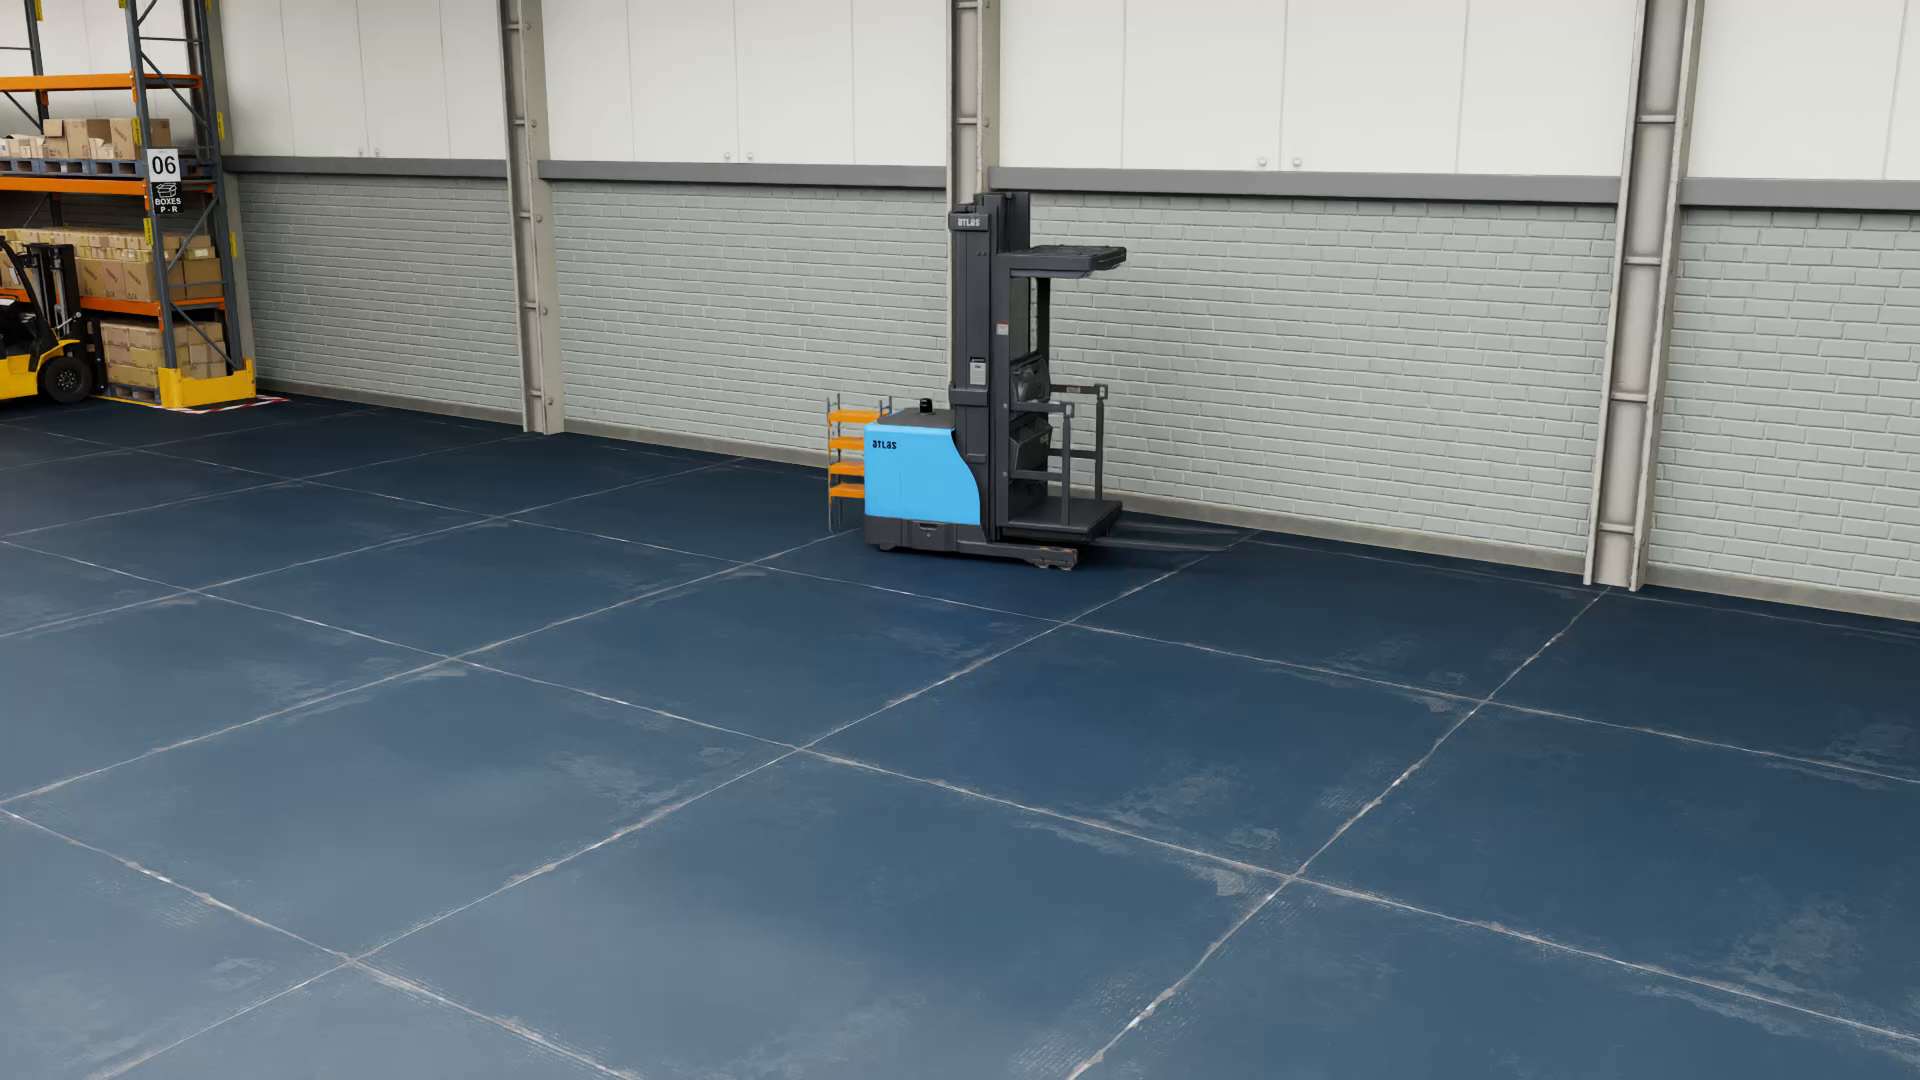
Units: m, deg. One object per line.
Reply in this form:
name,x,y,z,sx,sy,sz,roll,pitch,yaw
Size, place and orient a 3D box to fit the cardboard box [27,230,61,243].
cardboard box,-12.342,-4.098,22.458,0.250,0.149,0.380,10,17,34

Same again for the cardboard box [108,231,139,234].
cardboard box,-11.189,-4.069,22.339,0.250,0.149,0.380,9,17,33

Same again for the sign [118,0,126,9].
sign,-10.077,-6.558,19.978,0.005,0.325,0.100,9,17,33

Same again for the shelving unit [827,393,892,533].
shelving unit,-0.869,-0.653,14.463,0.503,1.200,0.258,5,15,19

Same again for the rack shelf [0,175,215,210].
rack shelf,-11.422,-4.635,22.060,4.000,0.370,1.077,9,17,33

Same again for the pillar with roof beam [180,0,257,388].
pillar with roof beam,-12.240,-5.587,18.165,0.400,9.000,9.100,9,17,33

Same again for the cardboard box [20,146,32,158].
cardboard box,-12.241,-5.159,22.120,0.250,0.149,0.380,10,17,34

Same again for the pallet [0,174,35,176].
pallet,-13.820,-5.275,23.547,1.217,0.209,0.805,8,16,31

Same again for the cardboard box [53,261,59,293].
cardboard box,-11.997,-3.599,22.412,0.500,0.500,0.500,9,17,32

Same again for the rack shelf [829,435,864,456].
rack shelf,-0.869,-0.804,14.425,0.480,0.148,0.258,5,15,19

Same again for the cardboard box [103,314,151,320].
cardboard box,-11.302,-2.922,22.653,0.500,0.250,0.500,9,16,32

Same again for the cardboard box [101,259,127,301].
cardboard box,-10.742,-3.394,21.582,0.500,0.500,0.500,10,17,35

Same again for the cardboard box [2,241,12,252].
cardboard box,-12.964,-4.065,22.943,0.250,0.149,0.380,9,16,32

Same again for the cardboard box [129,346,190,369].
cardboard box,-10.341,-2.375,21.482,0.500,0.250,0.500,9,16,32

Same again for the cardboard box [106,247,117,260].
cardboard box,-10.815,-3.725,21.570,0.250,0.149,0.380,9,17,32

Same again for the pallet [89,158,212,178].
pallet,-10.334,-4.773,21.304,1.213,0.211,1.003,9,17,33

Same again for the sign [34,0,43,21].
sign,-12.751,-7.346,22.999,0.005,0.325,0.100,9,17,33

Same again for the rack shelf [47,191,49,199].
rack shelf,-14.741,-5.172,24.227,4.000,0.370,1.077,9,17,33

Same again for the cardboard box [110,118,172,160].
cardboard box,-10.265,-5.028,20.859,0.500,0.500,0.500,10,17,35

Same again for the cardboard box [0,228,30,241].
cardboard box,-12.982,-4.202,22.880,0.250,0.149,0.380,10,17,34

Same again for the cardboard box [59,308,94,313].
cardboard box,-12.565,-3.124,23.466,0.500,0.250,0.500,10,17,34

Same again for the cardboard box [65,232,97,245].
cardboard box,-11.652,-4.016,22.125,0.250,0.149,0.380,9,17,33

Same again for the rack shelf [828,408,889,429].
rack shelf,-0.869,-1.034,14.368,0.480,0.148,0.258,5,15,19

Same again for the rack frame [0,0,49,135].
rack frame,-13.081,-6.709,22.696,0.127,3.000,1.000,9,17,33

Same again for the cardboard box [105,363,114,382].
cardboard box,-11.146,-2.267,22.086,0.500,0.250,0.500,9,17,33

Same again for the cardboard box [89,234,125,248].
cardboard box,-11.074,-3.891,21.624,0.250,0.149,0.380,10,17,34

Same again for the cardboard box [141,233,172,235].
cardboard box,-10.544,-3.966,21.925,0.250,0.149,0.380,9,17,33

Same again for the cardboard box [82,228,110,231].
cardboard box,-11.789,-4.187,22.818,0.250,0.149,0.380,9,16,32

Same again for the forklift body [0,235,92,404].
forklift body,-12.354,-2.739,20.910,1.214,2.155,2.313,9,17,33

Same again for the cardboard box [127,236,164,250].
cardboard box,-10.399,-3.801,21.257,0.250,0.149,0.380,9,17,33

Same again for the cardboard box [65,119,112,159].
cardboard box,-11.060,-5.185,21.494,0.500,0.500,0.700,9,17,33

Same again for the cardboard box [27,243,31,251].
cardboard box,-12.353,-3.953,22.492,0.250,0.149,0.380,10,17,34

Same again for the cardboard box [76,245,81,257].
cardboard box,-11.441,-3.833,22.006,0.250,0.149,0.380,9,17,32

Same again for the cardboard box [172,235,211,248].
cardboard box,-9.922,-3.855,21.479,0.250,0.149,0.380,9,16,32

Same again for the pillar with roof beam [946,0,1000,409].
pillar with roof beam,-2.282,-3.978,11.664,0.400,9.000,9.100,9,17,33

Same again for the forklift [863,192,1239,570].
forklift,0.762,-1.323,13.569,3.031,2.935,1.130,5,15,19

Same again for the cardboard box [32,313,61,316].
cardboard box,-12.436,-2.953,22.777,0.500,0.250,0.500,9,17,33

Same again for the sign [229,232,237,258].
sign,-9.447,-3.829,21.580,0.005,0.325,0.100,9,17,33

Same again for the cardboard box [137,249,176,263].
cardboard box,-10.206,-3.614,21.122,0.250,0.149,0.380,9,17,34

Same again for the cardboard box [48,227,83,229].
cardboard box,-12.463,-4.280,23.193,0.250,0.149,0.380,9,16,31

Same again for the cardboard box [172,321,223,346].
cardboard box,-10.055,-2.717,21.823,0.500,0.250,0.500,9,16,32

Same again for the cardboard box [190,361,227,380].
cardboard box,-10.061,-2.234,21.954,0.500,0.250,0.500,9,17,33

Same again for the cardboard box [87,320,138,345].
cardboard box,-11.170,-2.747,21.946,0.500,0.250,0.500,9,17,34
